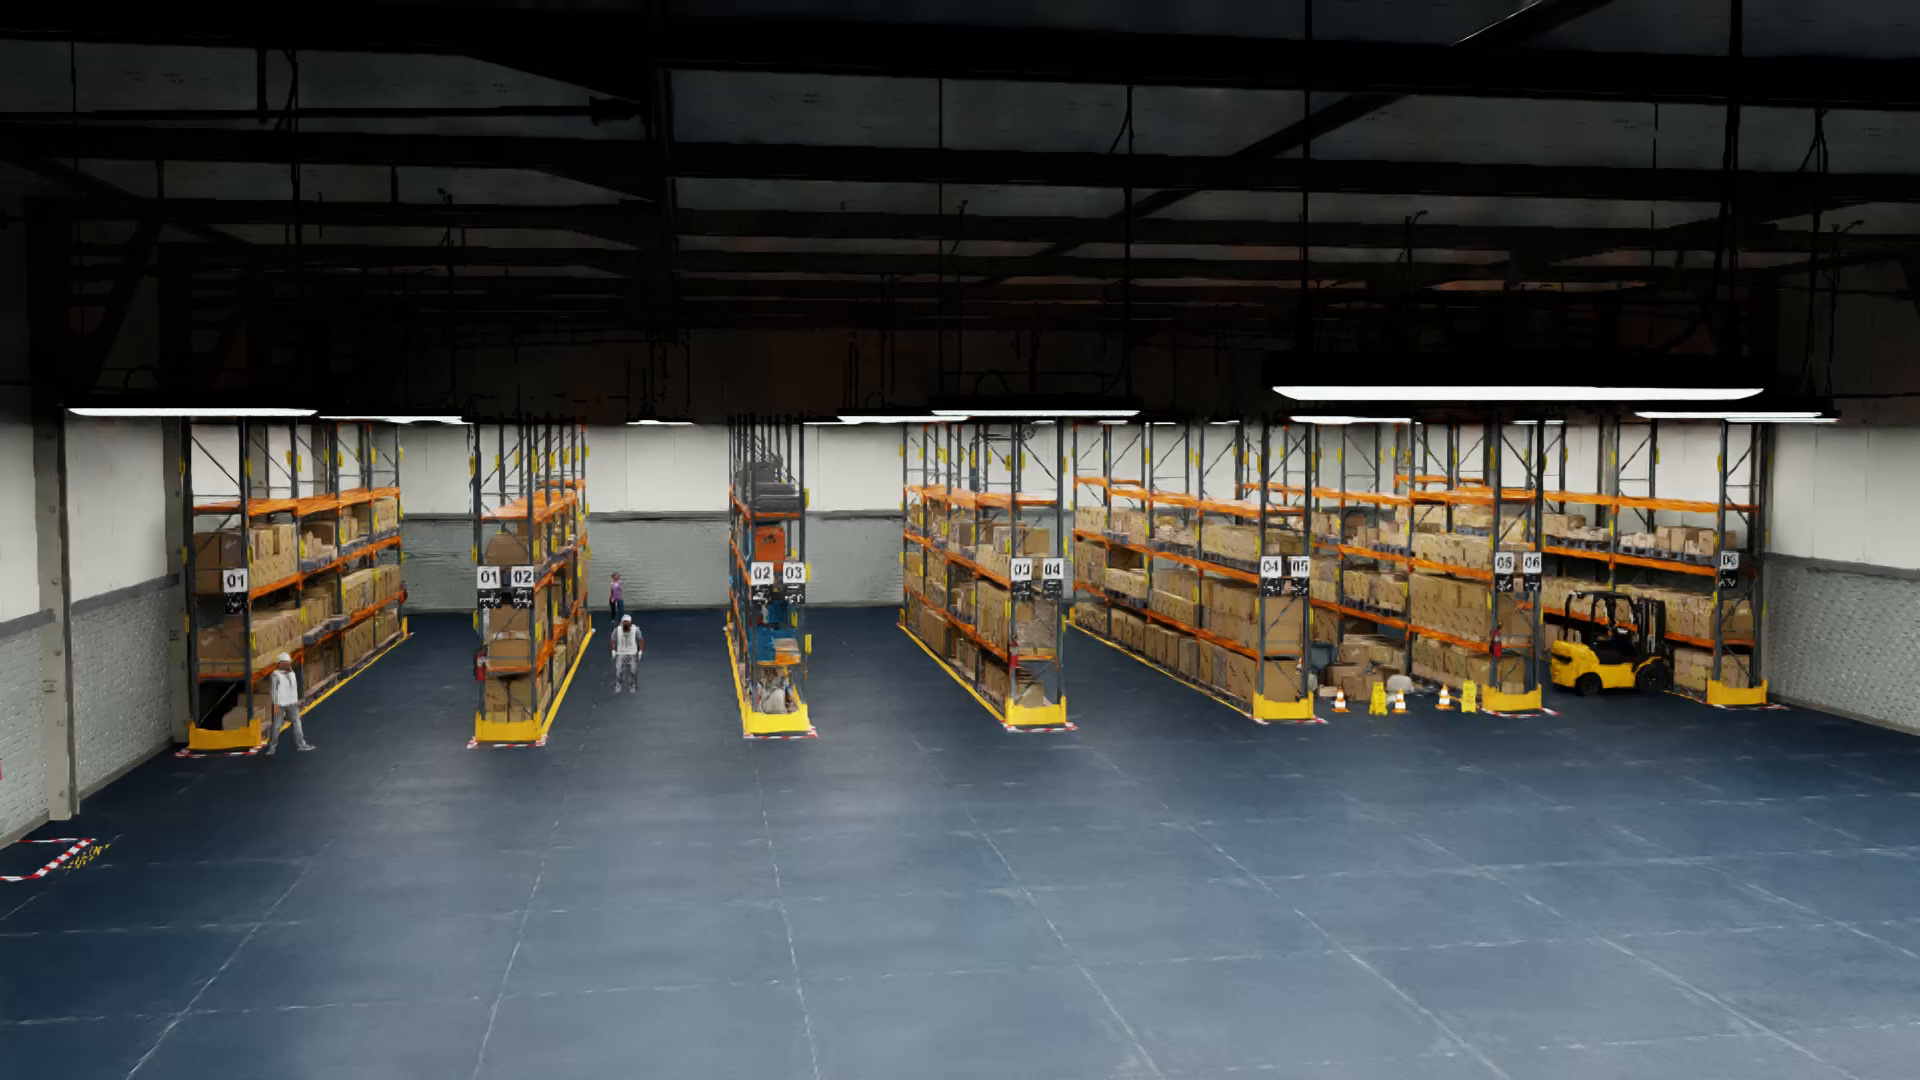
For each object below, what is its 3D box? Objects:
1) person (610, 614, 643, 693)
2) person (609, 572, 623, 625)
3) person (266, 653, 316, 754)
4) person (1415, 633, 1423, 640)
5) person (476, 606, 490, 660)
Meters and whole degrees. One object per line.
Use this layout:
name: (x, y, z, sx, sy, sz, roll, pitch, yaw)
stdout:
person: (-7.145, 2.441, 35.631, 0.702, 1.735, 0.549, -1, 4, -10)
person: (-9.946, 1.678, 48.034, 0.411, 1.534, 0.956, -1, 4, -18)
person: (-11.782, 2.847, 29.120, 0.565, 1.762, 0.733, 2, 4, 28)
person: (11.571, 2.001, 41.447, 0.514, 1.781, 0.638, -3, 5, -41)
person: (-11.690, 2.096, 40.884, 0.544, 1.667, 0.573, 2, 4, 23)
